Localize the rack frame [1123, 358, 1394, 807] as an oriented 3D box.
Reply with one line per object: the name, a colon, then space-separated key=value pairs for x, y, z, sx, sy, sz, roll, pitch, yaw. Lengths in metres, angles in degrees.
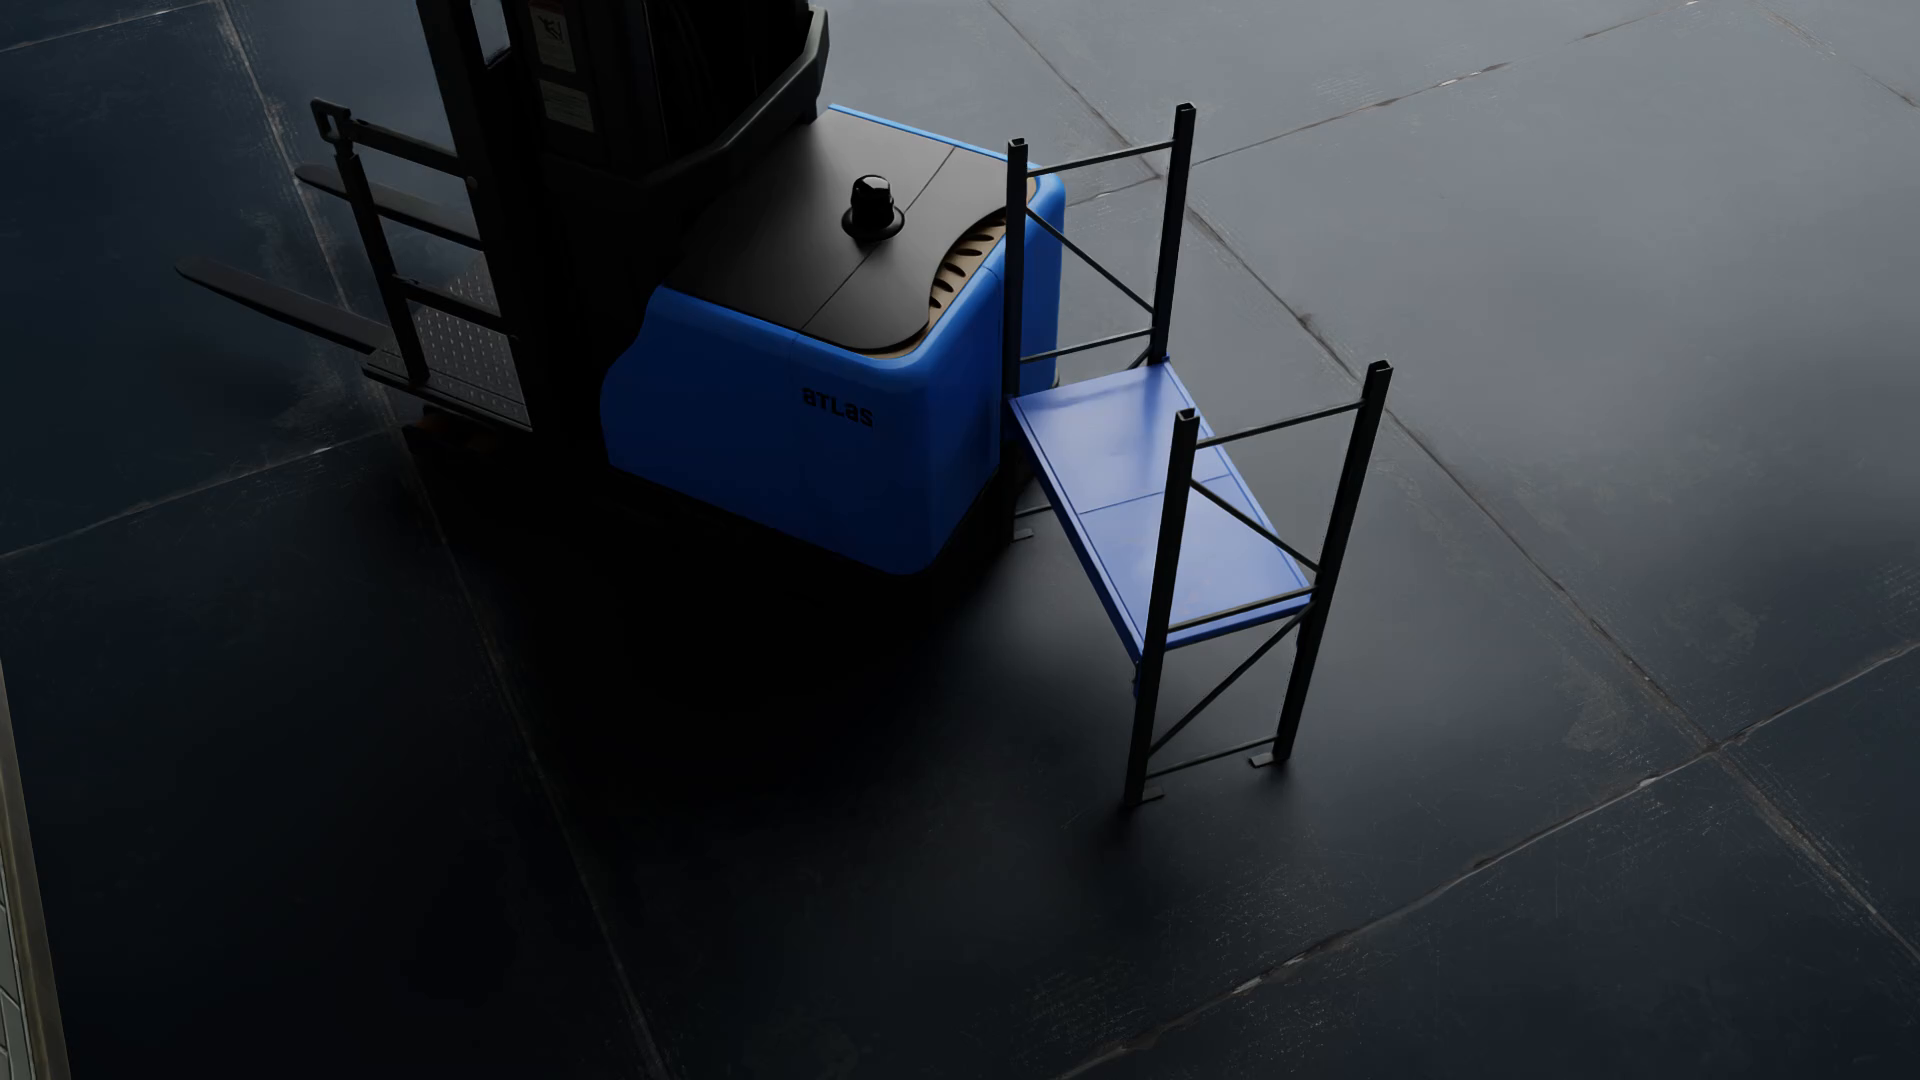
rack frame: x=0.694 y=0.173 z=4.103 sx=0.500 sy=1.500 sz=0.032 roll=-15 pitch=50 yaw=-13

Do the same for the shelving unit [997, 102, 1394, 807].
shelving unit: x=0.527 y=-0.189 z=4.419 sx=0.538 sy=1.500 sz=1.048 roll=-15 pitch=50 yaw=-13

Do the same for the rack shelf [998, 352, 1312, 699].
rack shelf: x=0.527 y=-0.070 z=4.554 sx=0.538 sy=0.185 sz=1.000 roll=-15 pitch=50 yaw=-13

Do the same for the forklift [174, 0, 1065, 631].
forklift: x=-1.236 y=-1.483 z=4.600 sx=3.031 sy=2.935 sz=1.130 roll=21 pitch=52 yaw=17

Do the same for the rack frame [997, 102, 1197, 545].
rack frame: x=0.360 y=-0.550 z=4.735 sx=0.500 sy=1.500 sz=0.032 roll=-15 pitch=50 yaw=-13
